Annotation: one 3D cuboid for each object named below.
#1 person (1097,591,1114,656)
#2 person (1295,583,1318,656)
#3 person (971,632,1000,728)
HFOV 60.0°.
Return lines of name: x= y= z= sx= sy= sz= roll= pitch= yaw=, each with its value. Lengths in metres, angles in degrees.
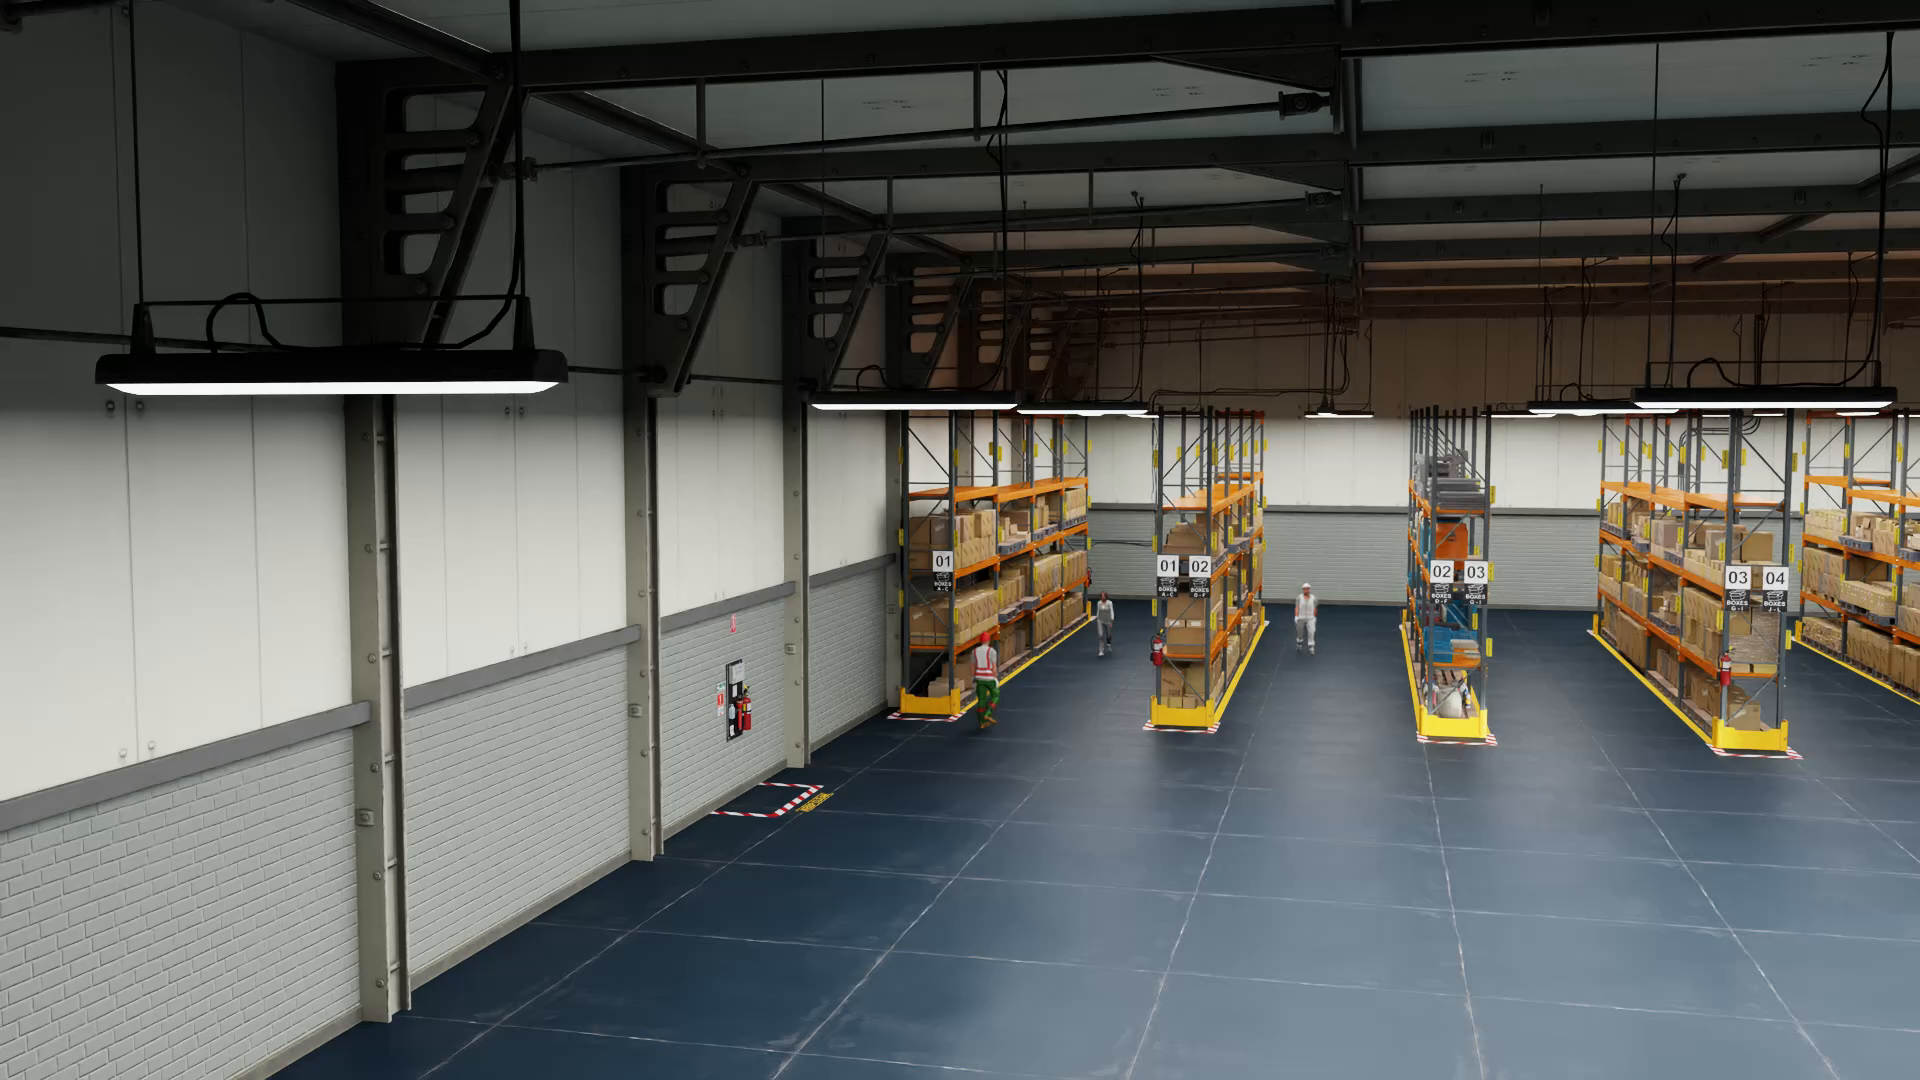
person: x=3.555 y=2.032 z=40.601 sx=0.421 sy=1.530 sz=0.768 roll=1 pitch=4 yaw=10
person: x=8.441 y=1.927 z=40.547 sx=0.573 sy=1.742 sz=1.071 roll=0 pitch=4 yaw=4
person: x=0.454 y=2.602 z=31.001 sx=0.583 sy=1.780 sz=0.482 roll=2 pitch=5 yaw=27
